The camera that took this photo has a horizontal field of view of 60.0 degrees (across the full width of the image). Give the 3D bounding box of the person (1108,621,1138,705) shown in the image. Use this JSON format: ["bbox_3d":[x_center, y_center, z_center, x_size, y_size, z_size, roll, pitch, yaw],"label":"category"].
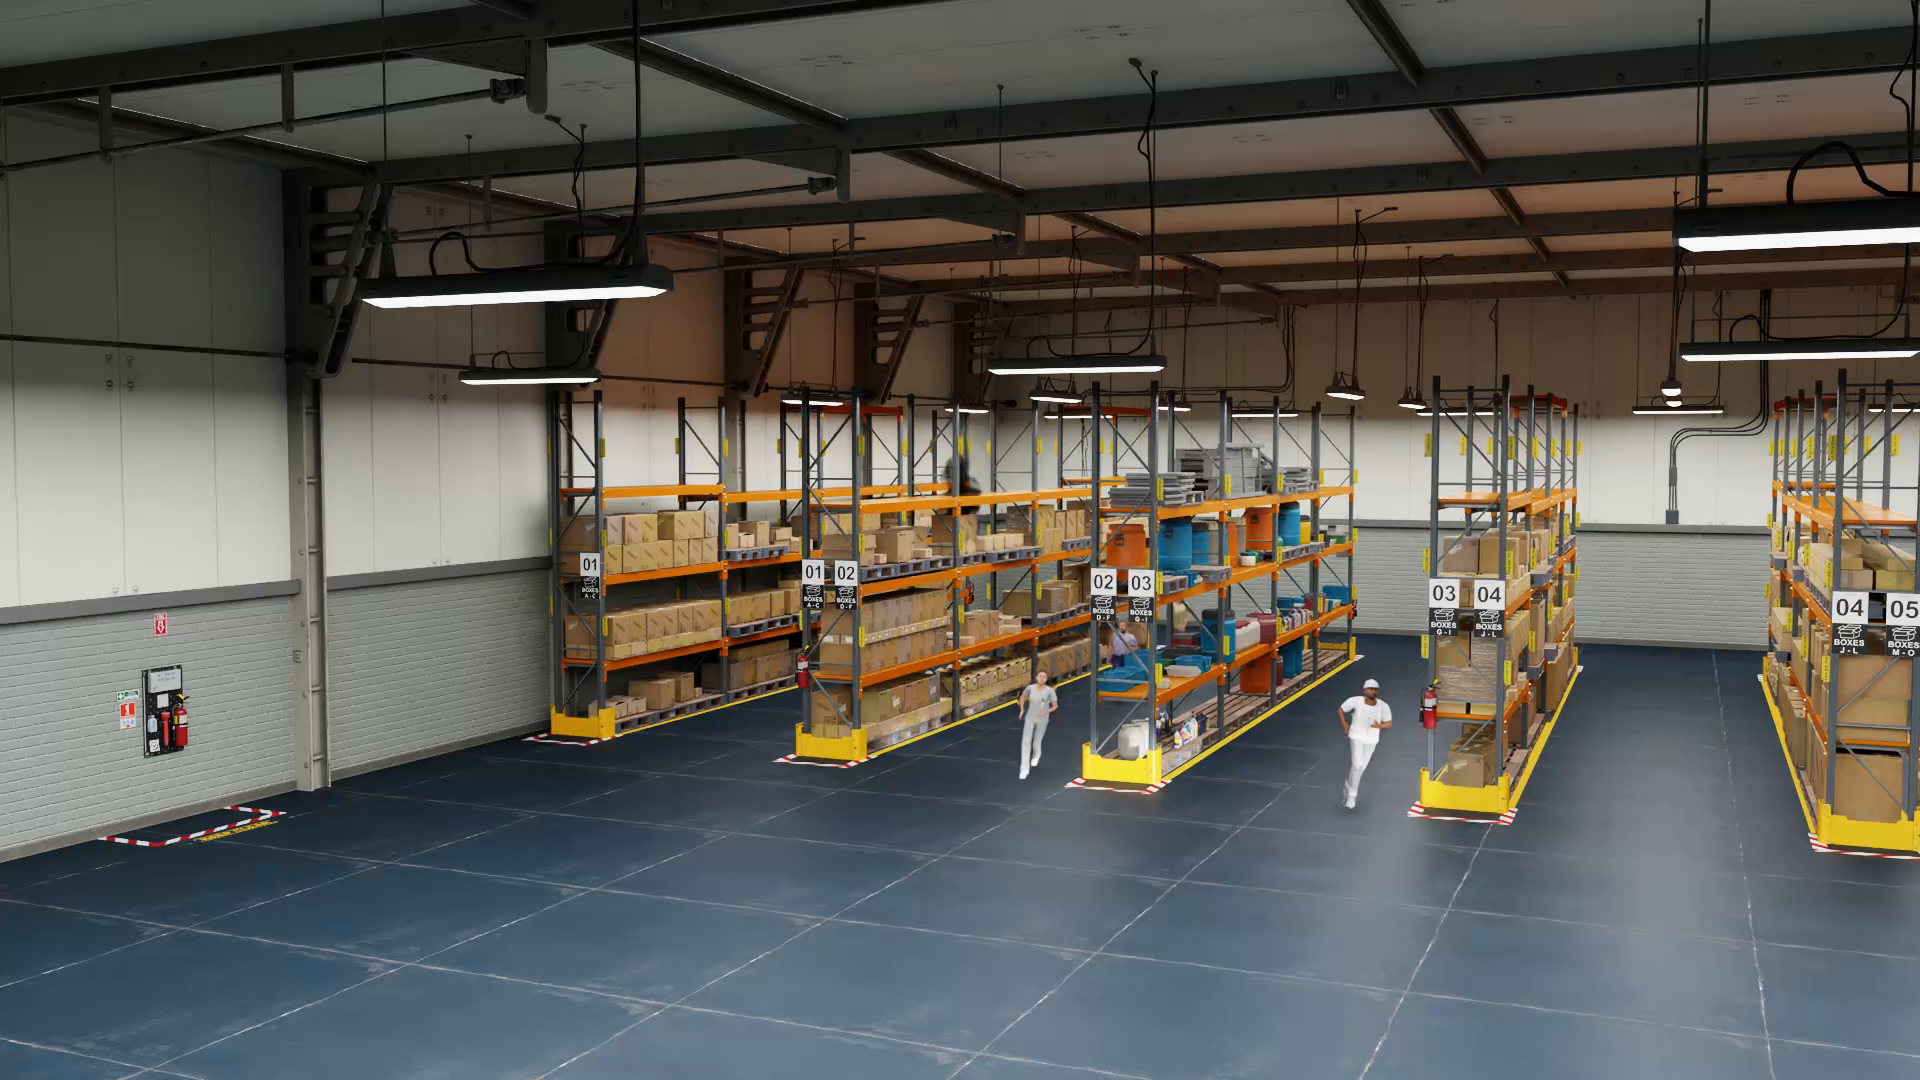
[{"bbox_3d":[3.191,2.390,32.660,0.620,1.613,0.823,1,3,15],"label":"person"}]

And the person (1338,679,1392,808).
[{"bbox_3d":[5.708,2.854,23.465,0.689,1.822,0.691,0,3,-6],"label":"person"}]

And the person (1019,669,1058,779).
[{"bbox_3d":[1.201,2.786,25.479,0.601,1.656,0.851,1,3,12],"label":"person"}]

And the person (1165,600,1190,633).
[{"bbox_3d":[5.029,2.039,38.469,0.560,1.692,0.897,1,3,13],"label":"person"}]
